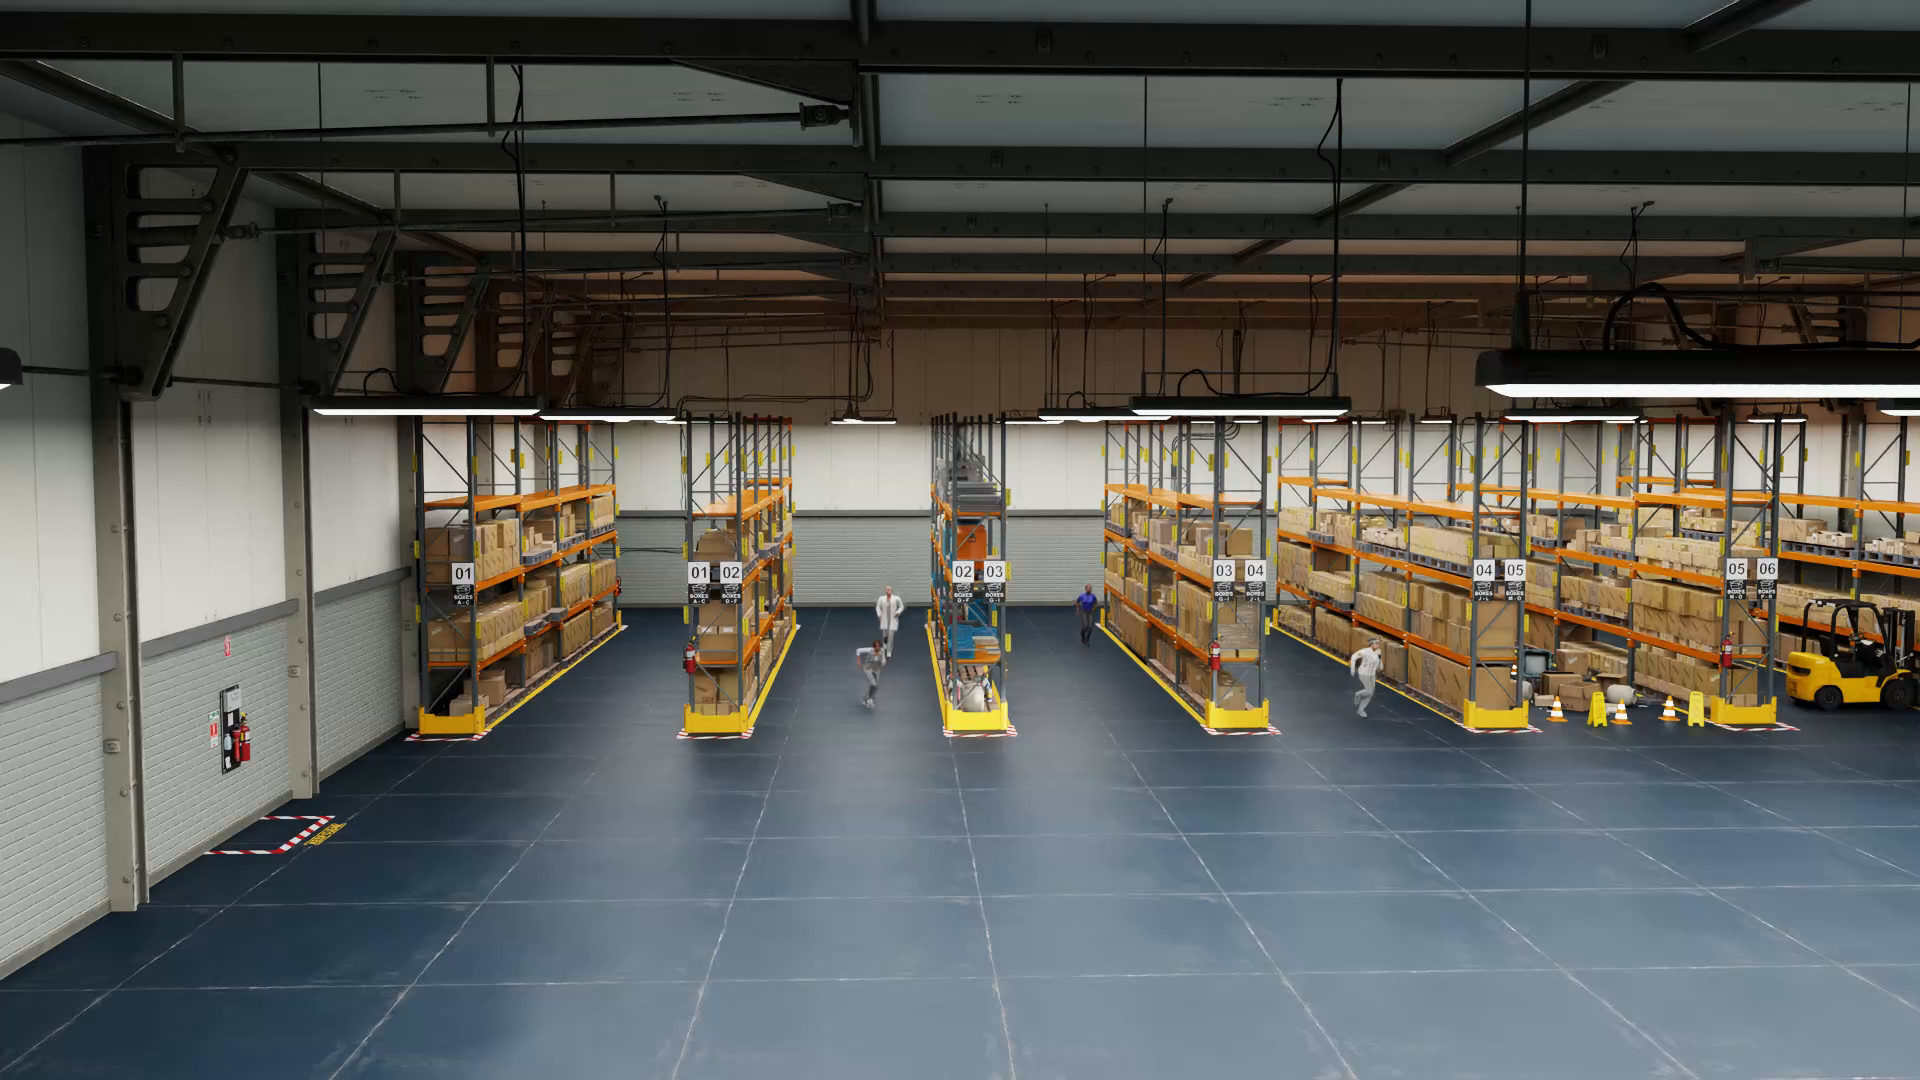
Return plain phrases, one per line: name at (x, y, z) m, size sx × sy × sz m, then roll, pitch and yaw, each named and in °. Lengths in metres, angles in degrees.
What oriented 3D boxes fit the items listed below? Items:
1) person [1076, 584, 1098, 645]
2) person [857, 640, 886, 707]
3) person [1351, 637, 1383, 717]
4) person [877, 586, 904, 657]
person at (3.331, 1.958, 43.432) m, size 0.552 × 1.611 × 0.655 m, roll -1°, pitch 4°, yaw -8°
person at (-1.801, 2.701, 33.651) m, size 0.569 × 1.436 × 0.867 m, roll -2°, pitch 4°, yaw -24°
person at (8.081, 2.694, 32.873) m, size 0.604 × 1.616 × 0.669 m, roll -2°, pitch 4°, yaw -30°
person at (-1.738, 2.011, 41.318) m, size 0.705 × 1.750 × 0.686 m, roll 0°, pitch 4°, yaw 5°
